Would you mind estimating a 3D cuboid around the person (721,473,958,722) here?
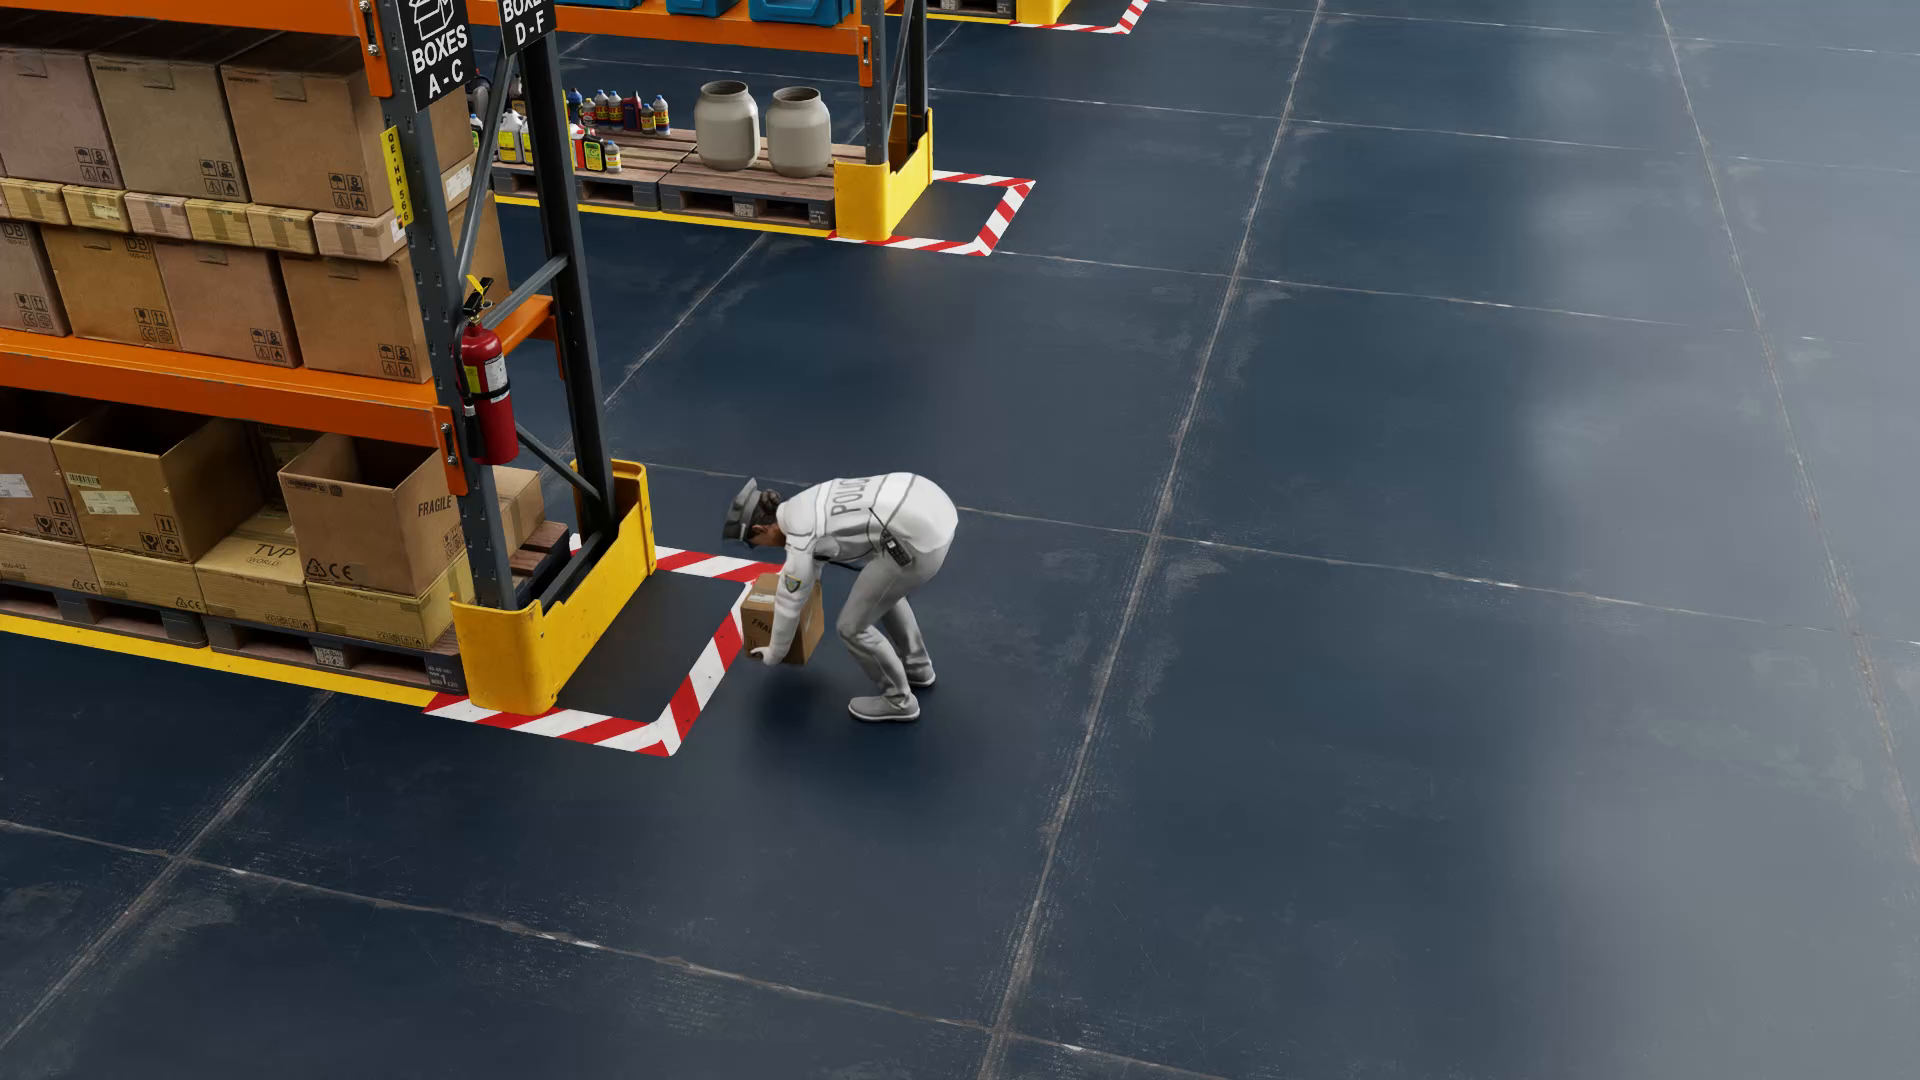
[{"bbox_3d":[-0.465,0.191,6.462,0.912,0.995,0.437,7,34,10],"label":"person"}]
